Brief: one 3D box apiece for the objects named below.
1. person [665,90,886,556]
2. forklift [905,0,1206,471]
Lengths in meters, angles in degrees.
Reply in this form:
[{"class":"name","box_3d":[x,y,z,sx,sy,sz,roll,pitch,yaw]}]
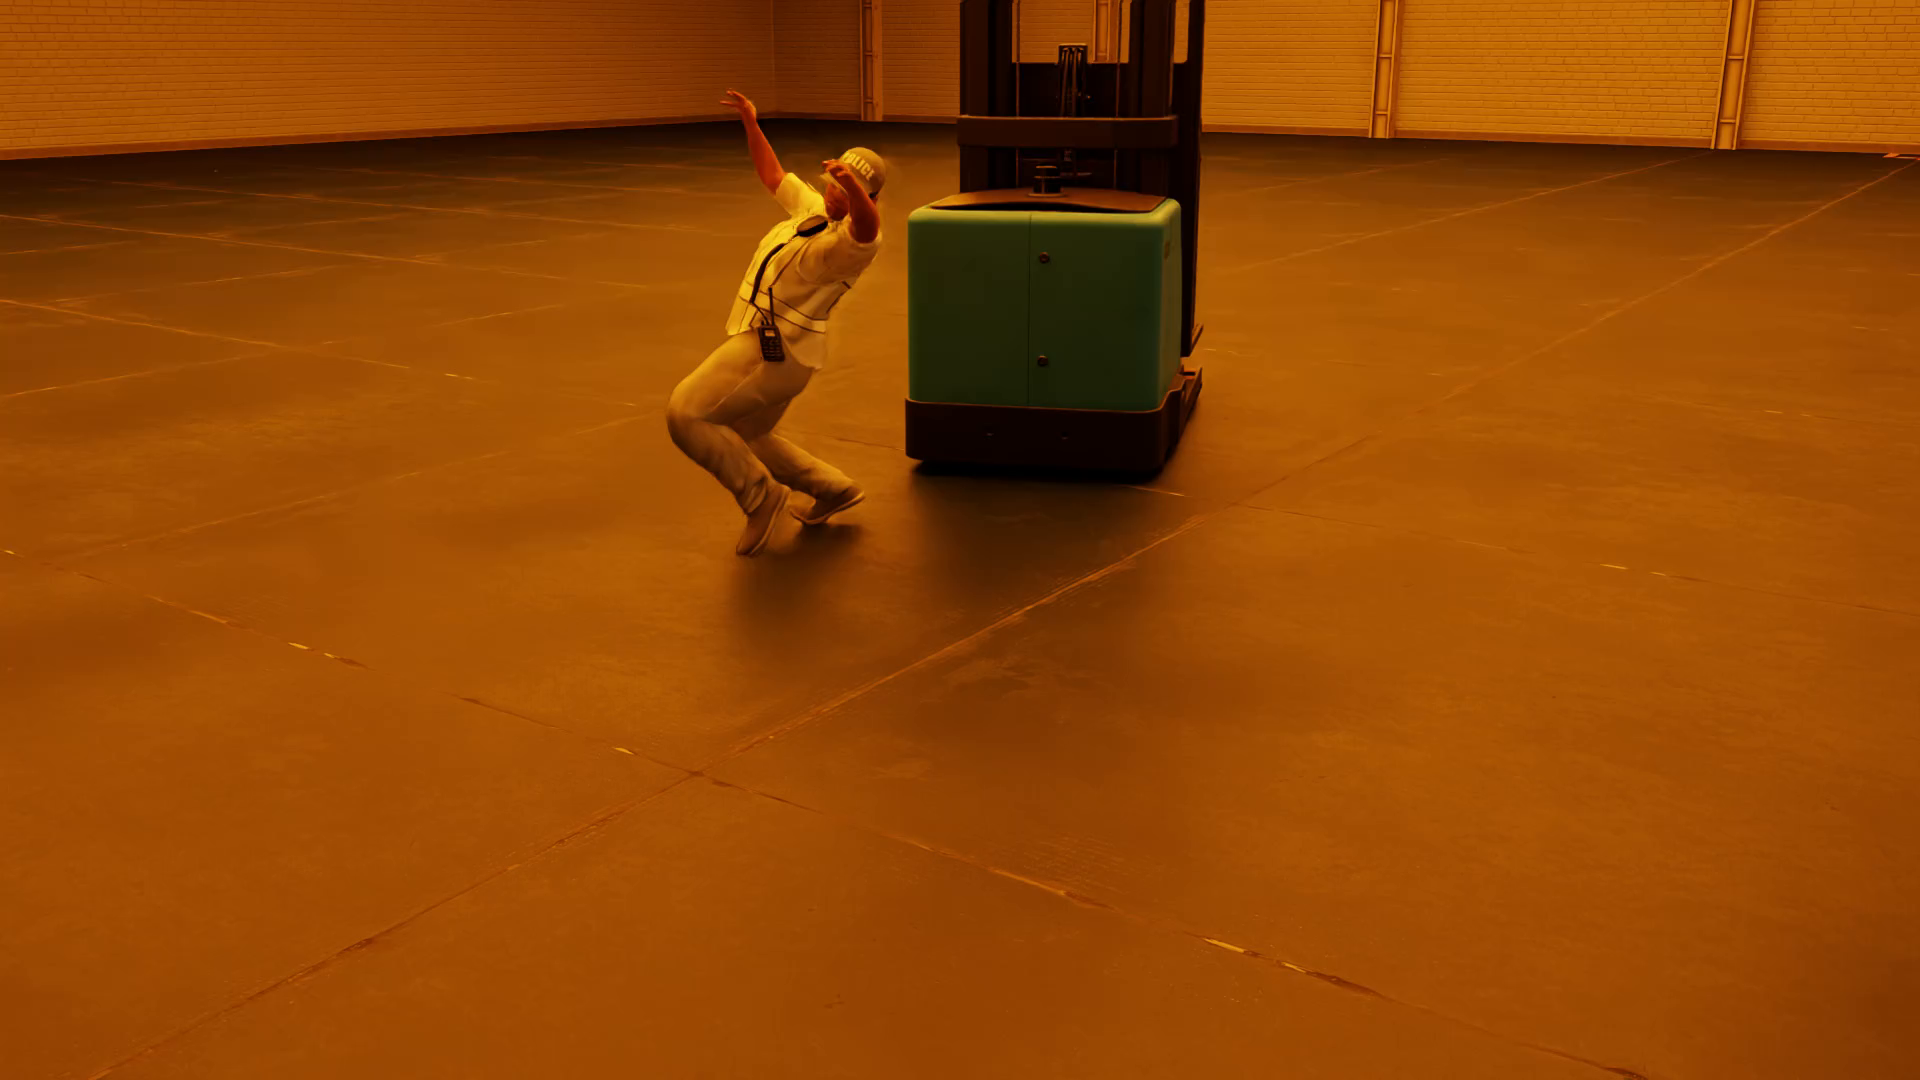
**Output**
[{"class":"person","box_3d":[-0.617,-0.702,5.636,0.777,1.577,1.011,-2,17,-8]},{"class":"forklift","box_3d":[0.592,-2.057,7.713,1.130,2.935,3.031,4,17,12]}]
